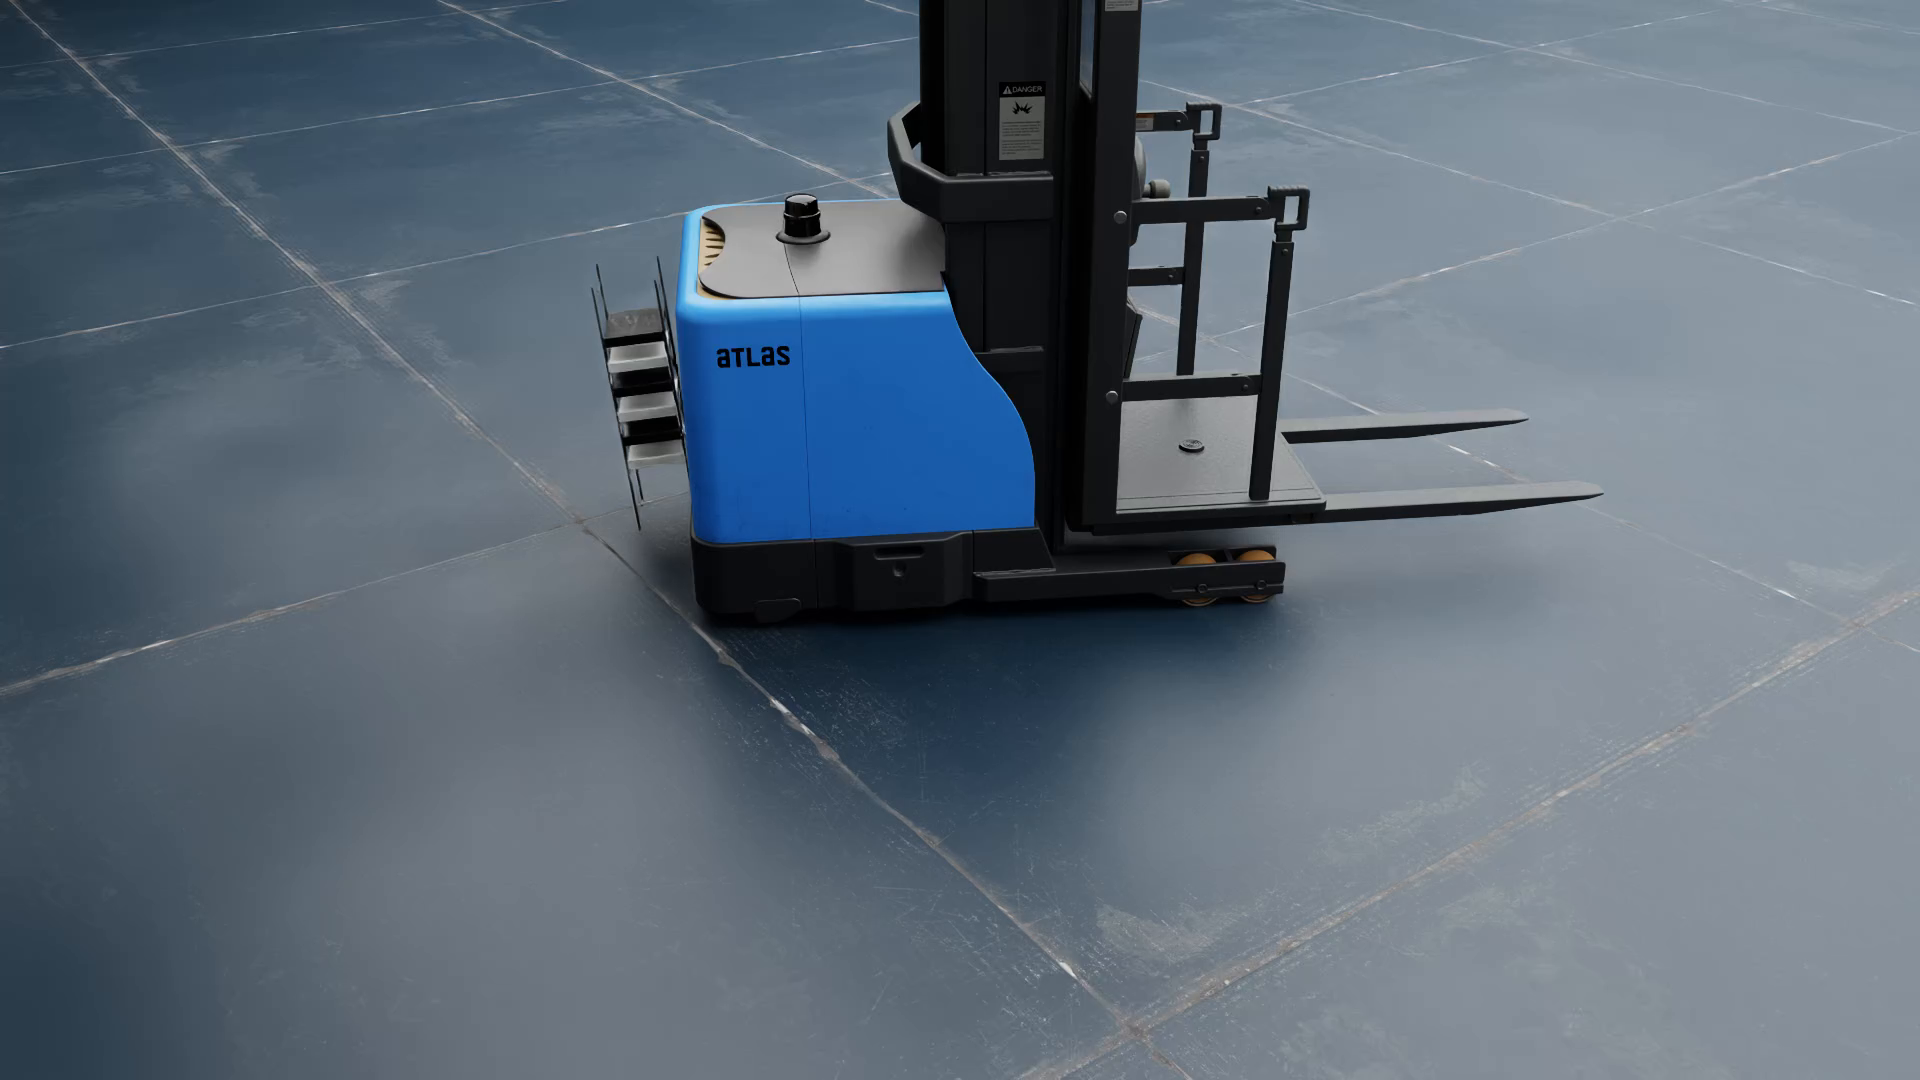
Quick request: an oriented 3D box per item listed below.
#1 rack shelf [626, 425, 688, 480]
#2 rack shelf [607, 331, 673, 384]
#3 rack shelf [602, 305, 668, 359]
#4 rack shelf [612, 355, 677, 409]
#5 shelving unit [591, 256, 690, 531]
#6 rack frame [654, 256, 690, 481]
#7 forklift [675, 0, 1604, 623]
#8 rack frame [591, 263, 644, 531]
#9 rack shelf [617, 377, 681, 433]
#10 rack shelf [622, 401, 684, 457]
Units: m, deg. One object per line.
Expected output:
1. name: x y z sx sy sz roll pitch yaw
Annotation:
1. rack shelf: -1.052 -0.309 5.807 0.200 0.077 0.258 -7 29 -4
2. rack shelf: -1.080 -0.623 5.633 0.200 0.077 0.258 -7 29 -4
3. rack shelf: -1.087 -0.701 5.589 0.200 0.077 0.258 -7 29 -4
4. rack shelf: -1.073 -0.544 5.676 0.200 0.077 0.258 -7 29 -4
5. shelving unit: -1.068 -0.495 5.704 0.210 0.900 0.258 -7 29 -4
6. rack frame: -0.968 -0.508 5.710 0.006 0.900 0.240 -7 29 -4
7. forklift: 0.620 -1.323 5.115 3.031 2.935 1.130 -3 29 -6
8. rack frame: -1.169 -0.482 5.697 0.006 0.900 0.240 -7 29 -4
9. rack shelf: -1.066 -0.466 5.720 0.200 0.077 0.258 -7 29 -4
10. rack shelf: -1.059 -0.388 5.763 0.200 0.077 0.258 -7 29 -4
